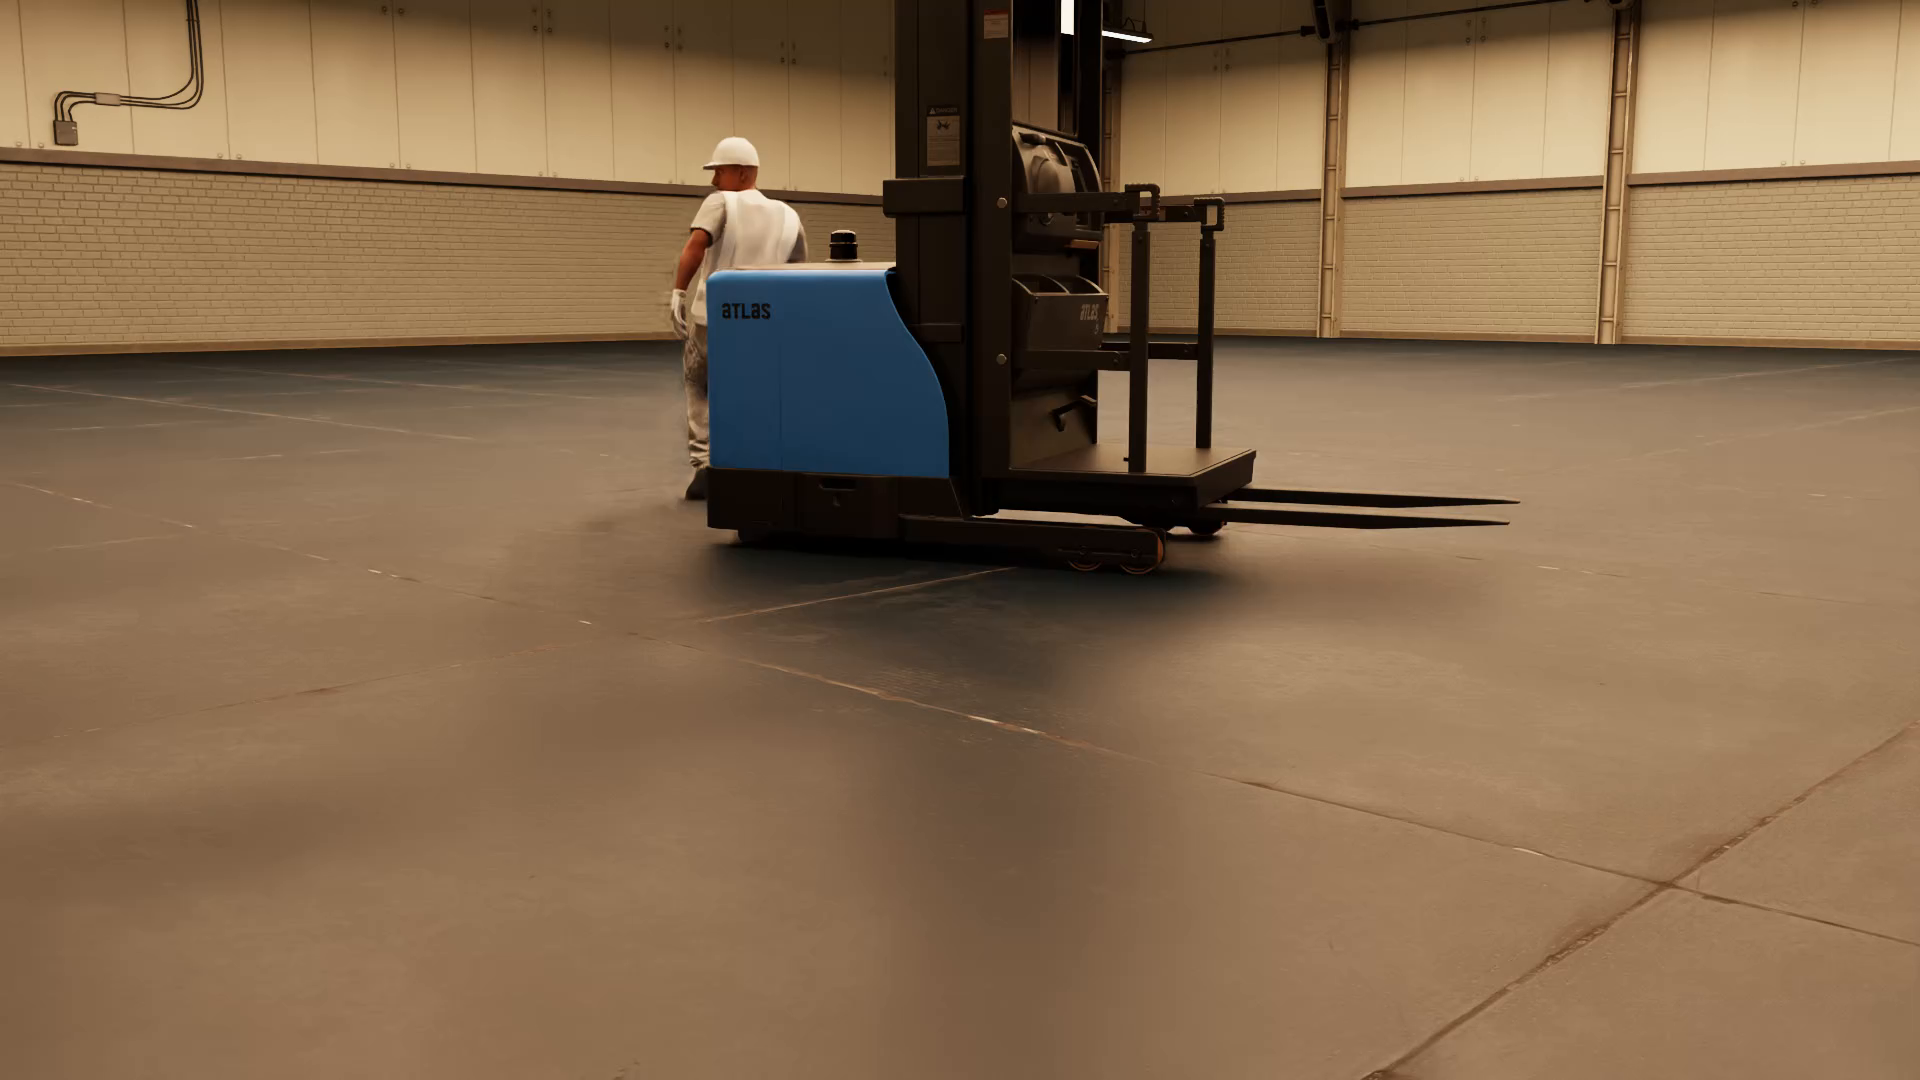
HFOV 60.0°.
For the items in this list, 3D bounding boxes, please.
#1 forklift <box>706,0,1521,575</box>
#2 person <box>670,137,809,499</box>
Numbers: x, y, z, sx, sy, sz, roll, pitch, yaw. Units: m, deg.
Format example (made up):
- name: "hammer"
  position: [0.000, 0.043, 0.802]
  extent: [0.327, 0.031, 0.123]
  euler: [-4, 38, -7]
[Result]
- name: "forklift"
  position: [0.565, -1.416, 6.275]
  extent: [3.031, 2.935, 1.130]
  euler: [3, 9, 22]
- name: "person"
  position: [-1.051, -1.018, 7.847]
  extent: [0.741, 1.727, 0.758]
  euler: [-3, 9, -20]
